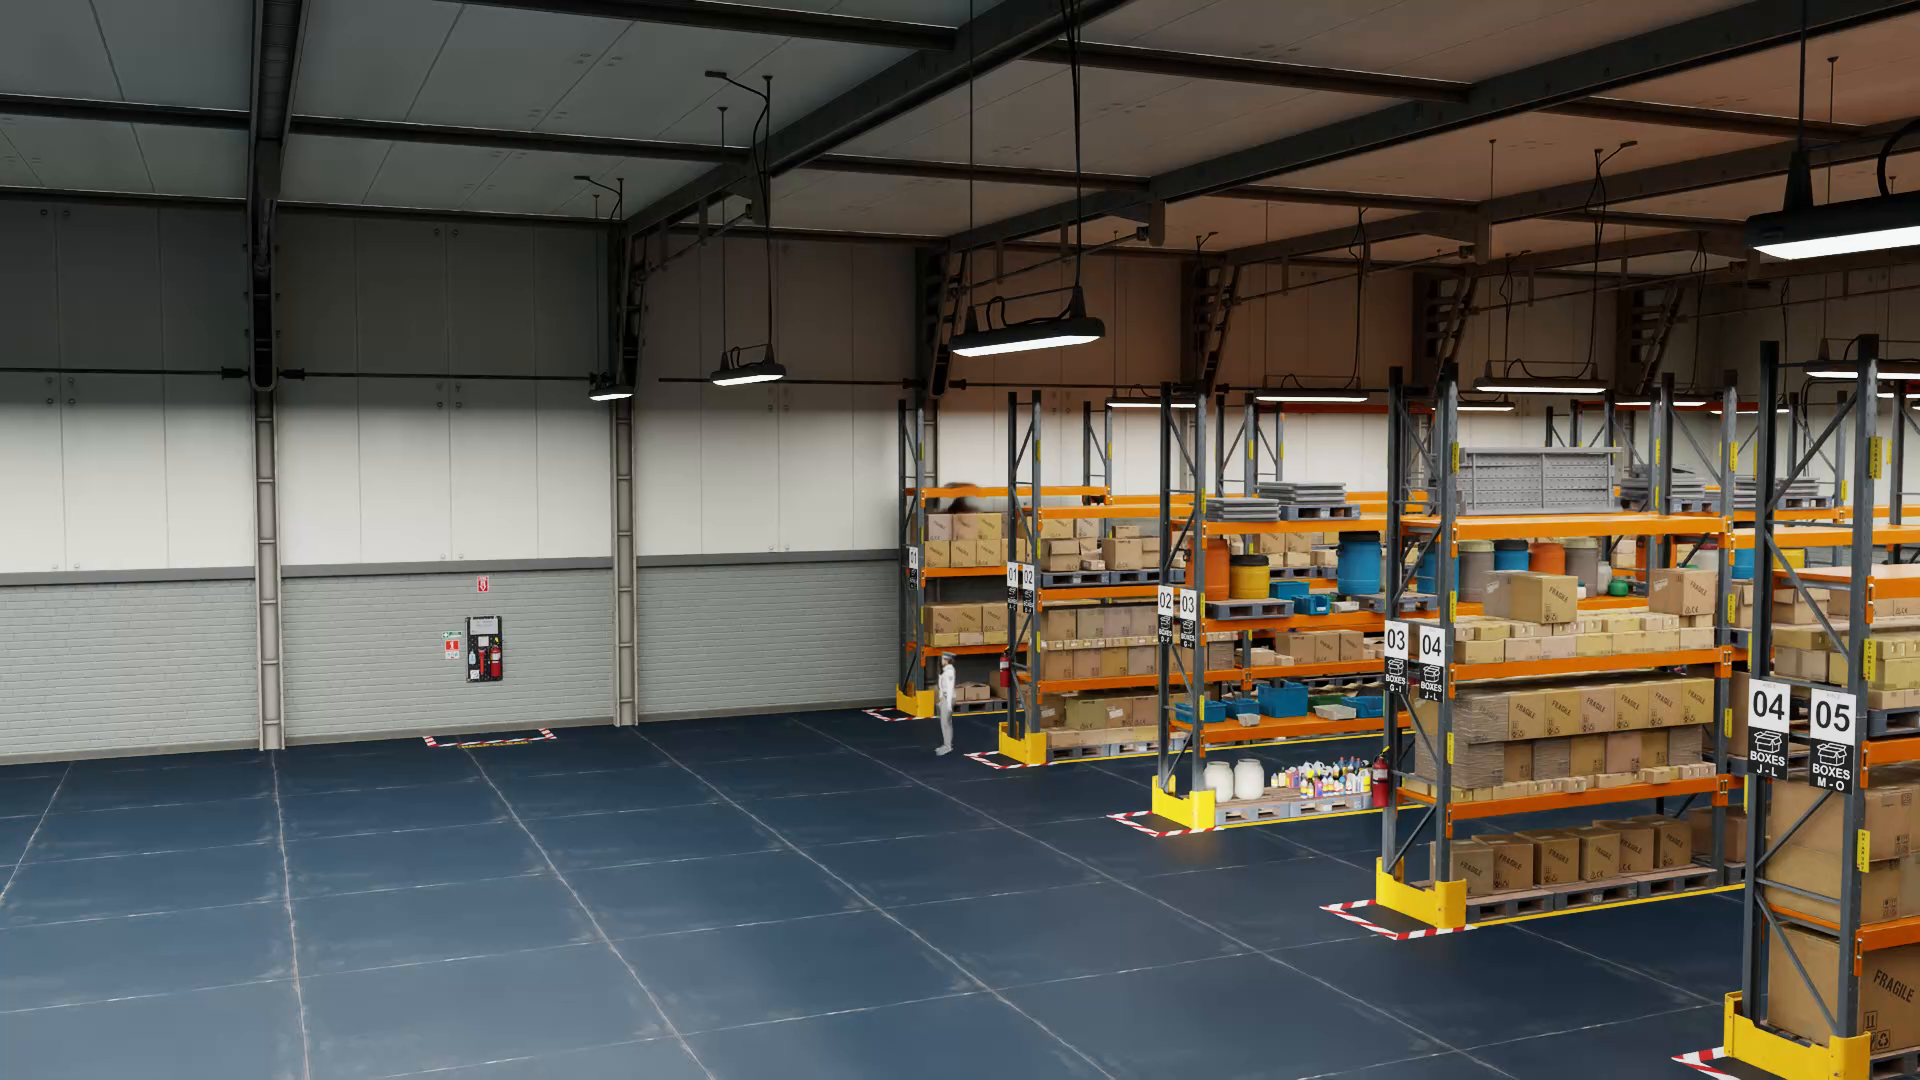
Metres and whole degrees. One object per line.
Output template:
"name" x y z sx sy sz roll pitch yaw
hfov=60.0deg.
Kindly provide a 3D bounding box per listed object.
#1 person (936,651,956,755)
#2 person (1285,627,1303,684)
"person" -0.236 2.712 27.749 0.350 1.722 0.554 0 3 -2
"person" 6.676 2.401 33.247 0.517 1.677 0.418 0 3 3
